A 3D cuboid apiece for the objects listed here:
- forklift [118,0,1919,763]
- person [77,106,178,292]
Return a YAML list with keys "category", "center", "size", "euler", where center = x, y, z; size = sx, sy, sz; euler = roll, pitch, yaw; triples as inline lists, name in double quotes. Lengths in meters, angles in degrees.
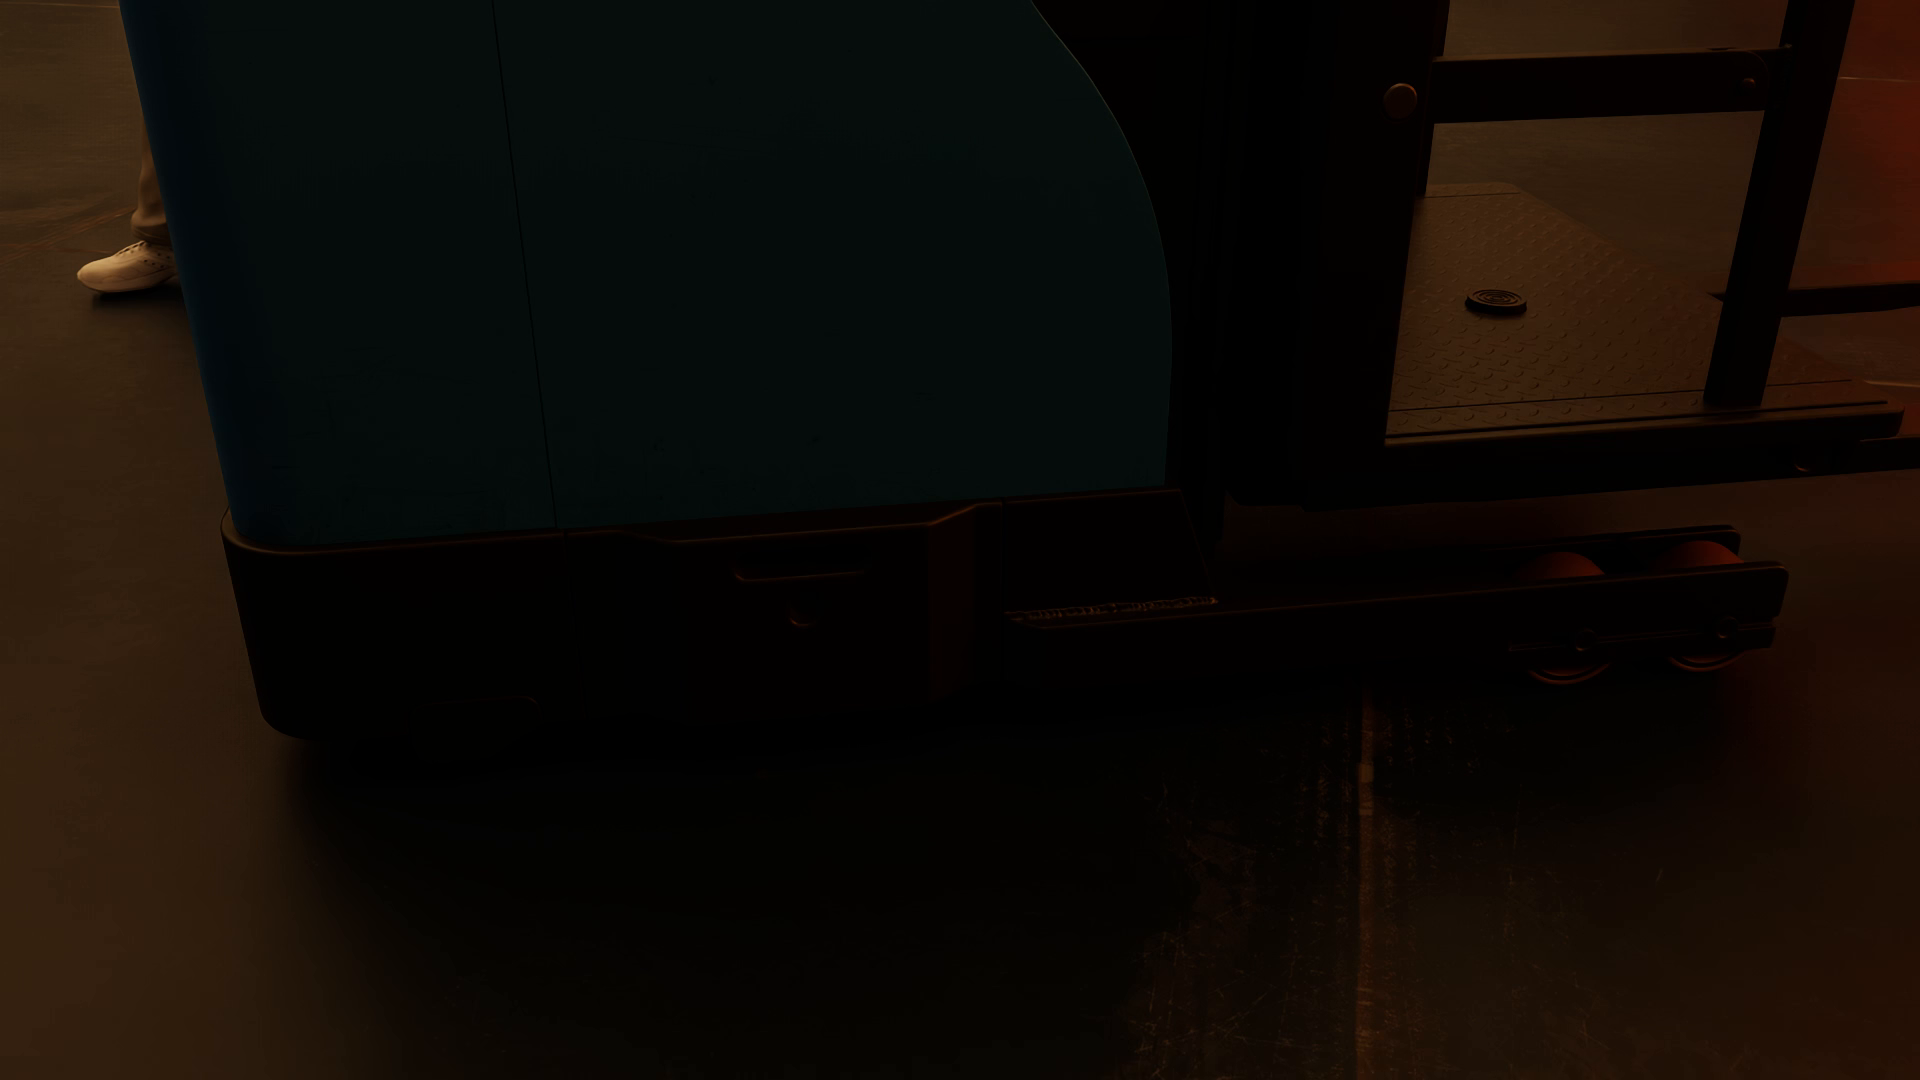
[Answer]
- category: "forklift"
  center: [0.600, -1.354, 1.930]
  size: [3.031, 2.935, 1.130]
  euler: [-4, 27, -9]
- category: "person"
  center: [-1.489, -1.279, 3.165]
  size: [0.557, 1.679, 0.541]
  euler: [21, 34, 36]
